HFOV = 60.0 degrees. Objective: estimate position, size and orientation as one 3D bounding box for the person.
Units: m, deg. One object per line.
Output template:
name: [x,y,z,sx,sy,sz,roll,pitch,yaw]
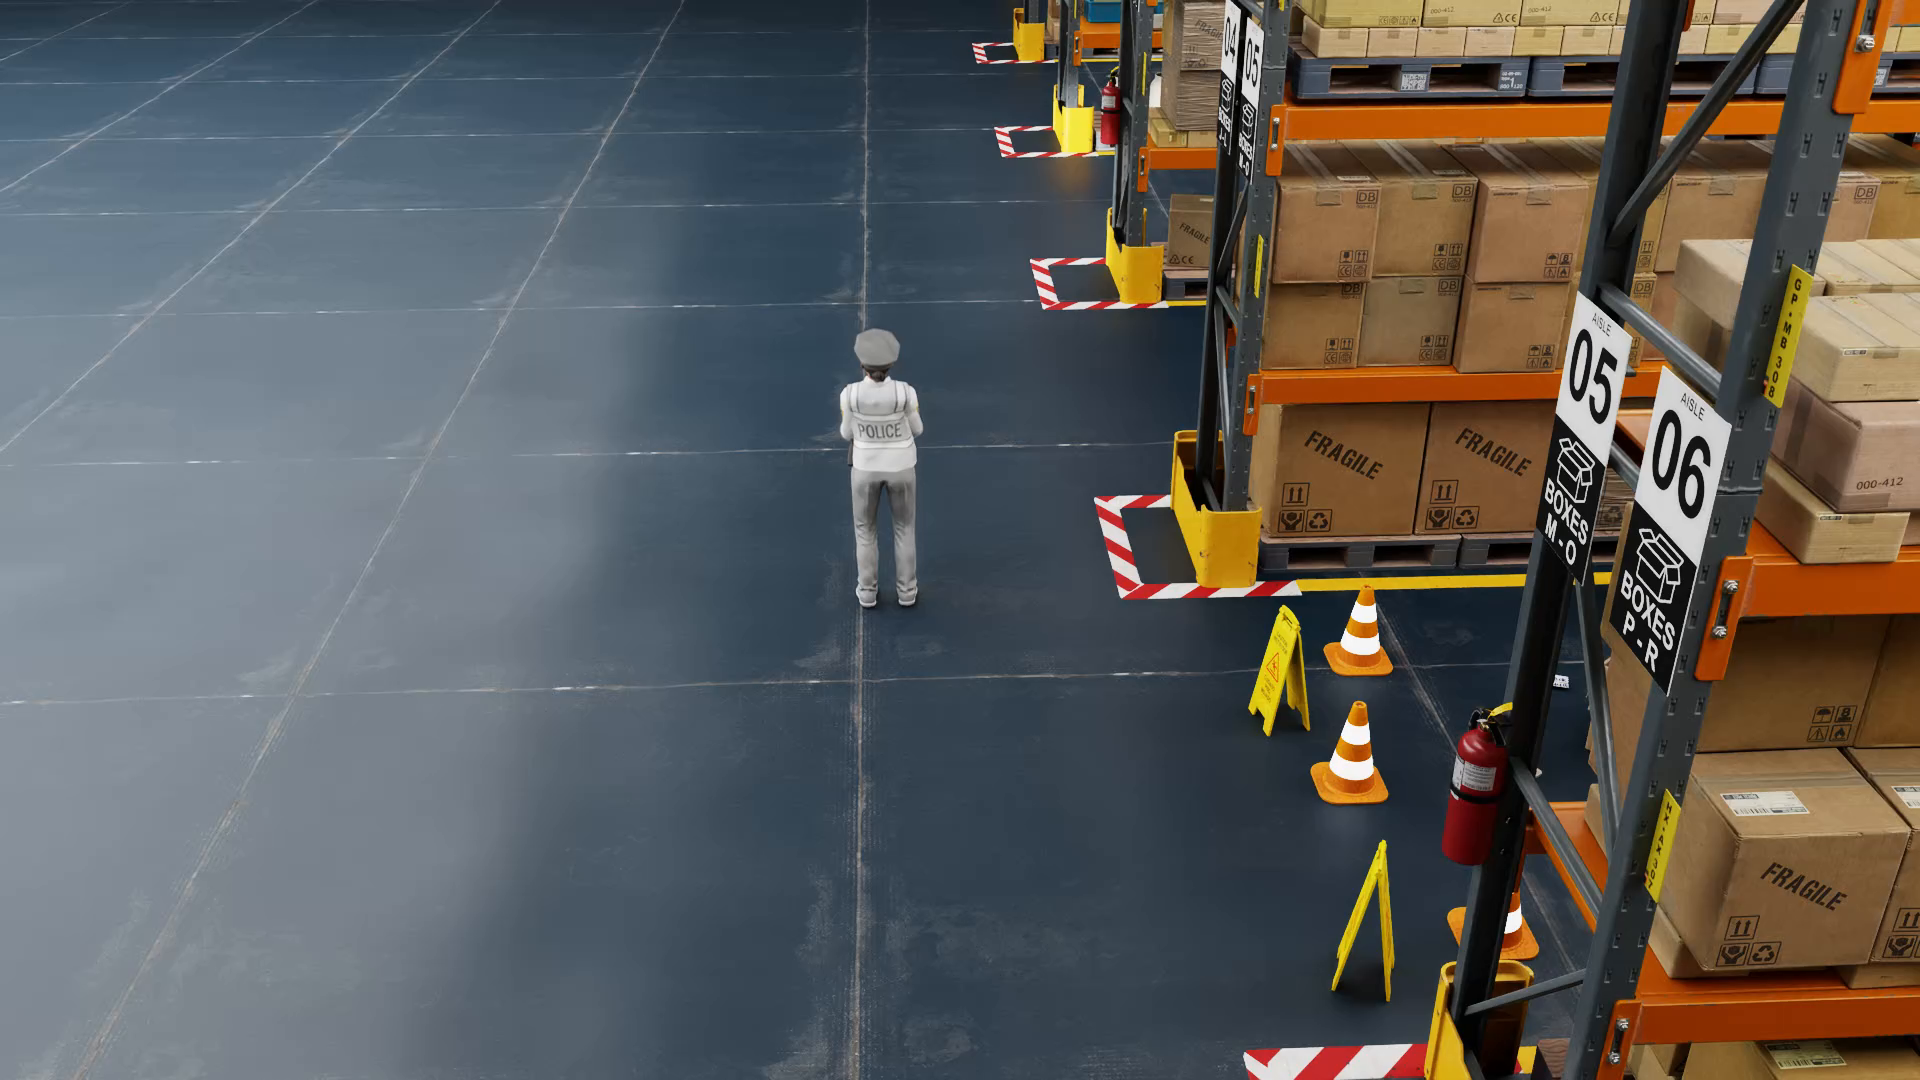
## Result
person: [-0.439,-0.428,9.405,0.460,1.686,0.563,-1,28,-2]
